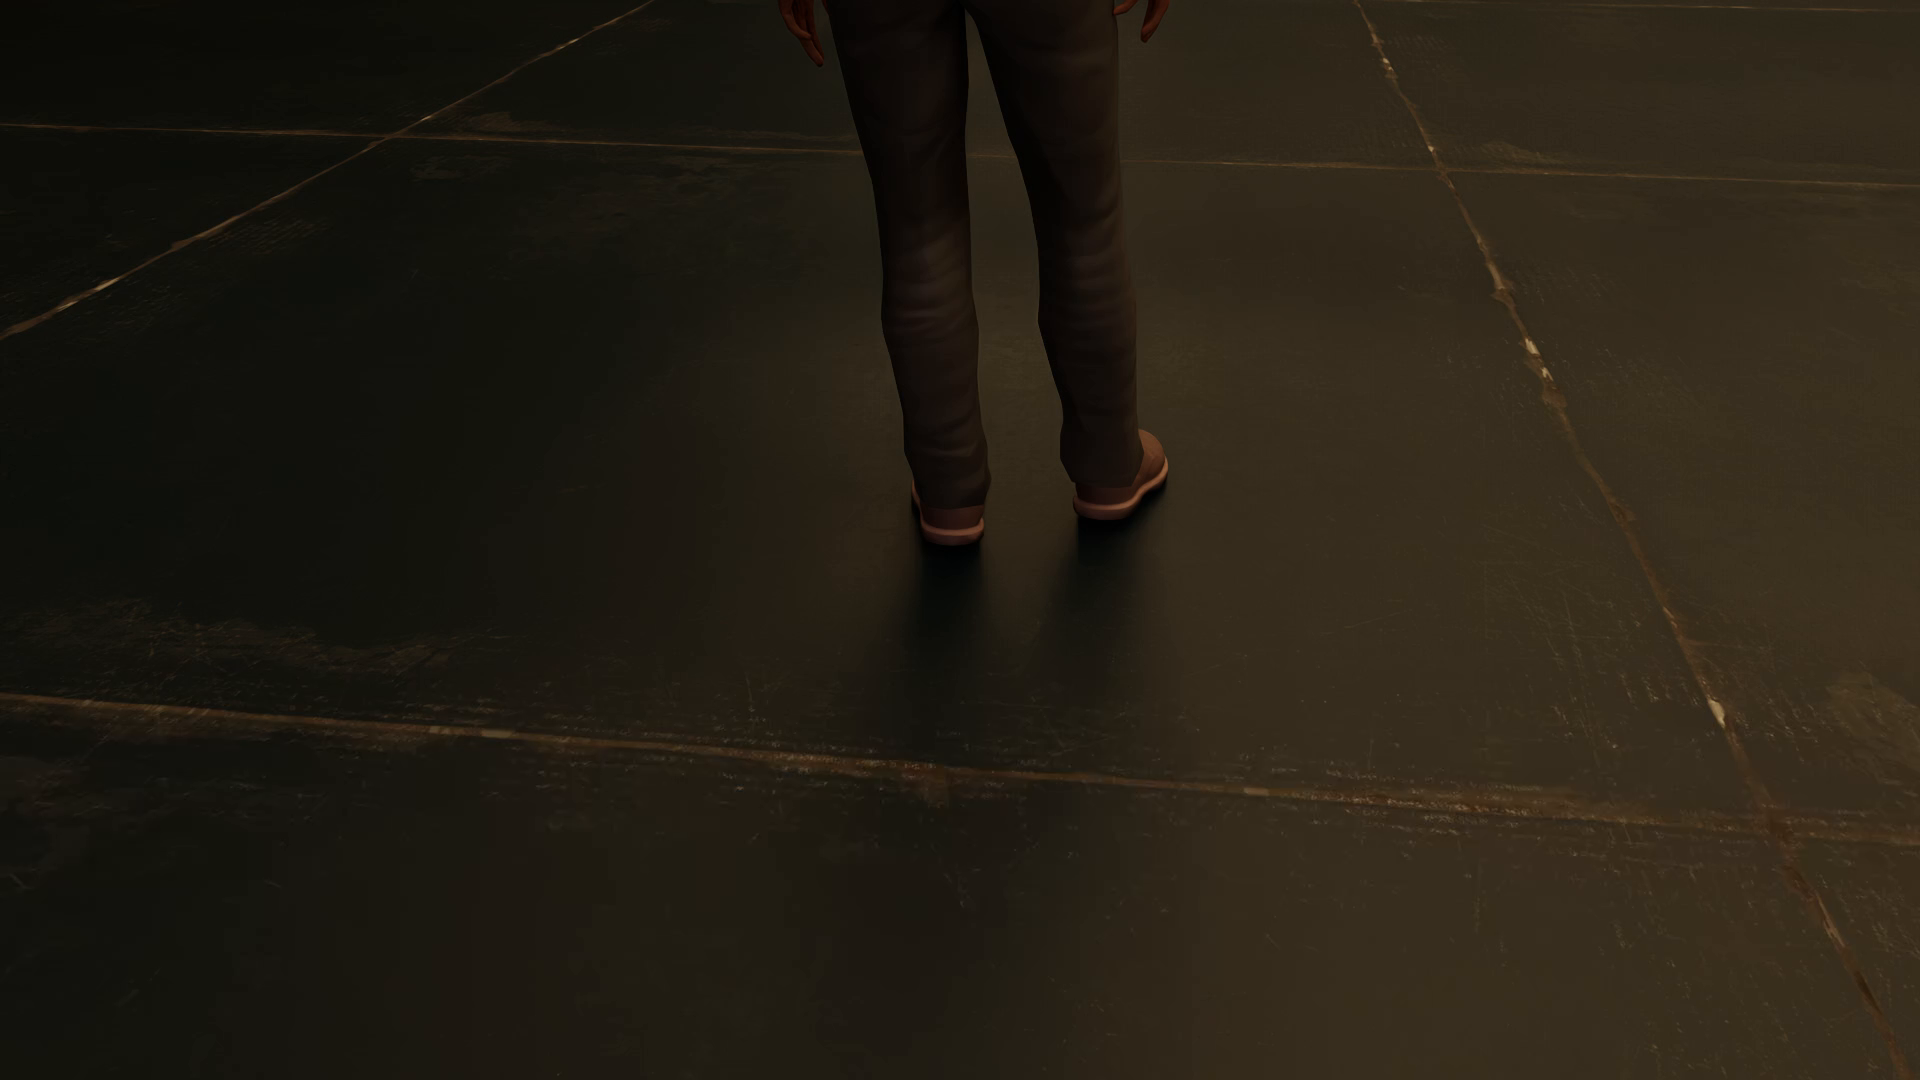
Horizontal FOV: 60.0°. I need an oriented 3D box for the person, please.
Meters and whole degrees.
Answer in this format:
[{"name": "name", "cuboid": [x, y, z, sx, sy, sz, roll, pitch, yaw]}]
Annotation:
[{"name": "person", "cuboid": [0.032, -0.784, 2.203, 0.569, 1.654, 0.504, 3, 27, 7]}]
